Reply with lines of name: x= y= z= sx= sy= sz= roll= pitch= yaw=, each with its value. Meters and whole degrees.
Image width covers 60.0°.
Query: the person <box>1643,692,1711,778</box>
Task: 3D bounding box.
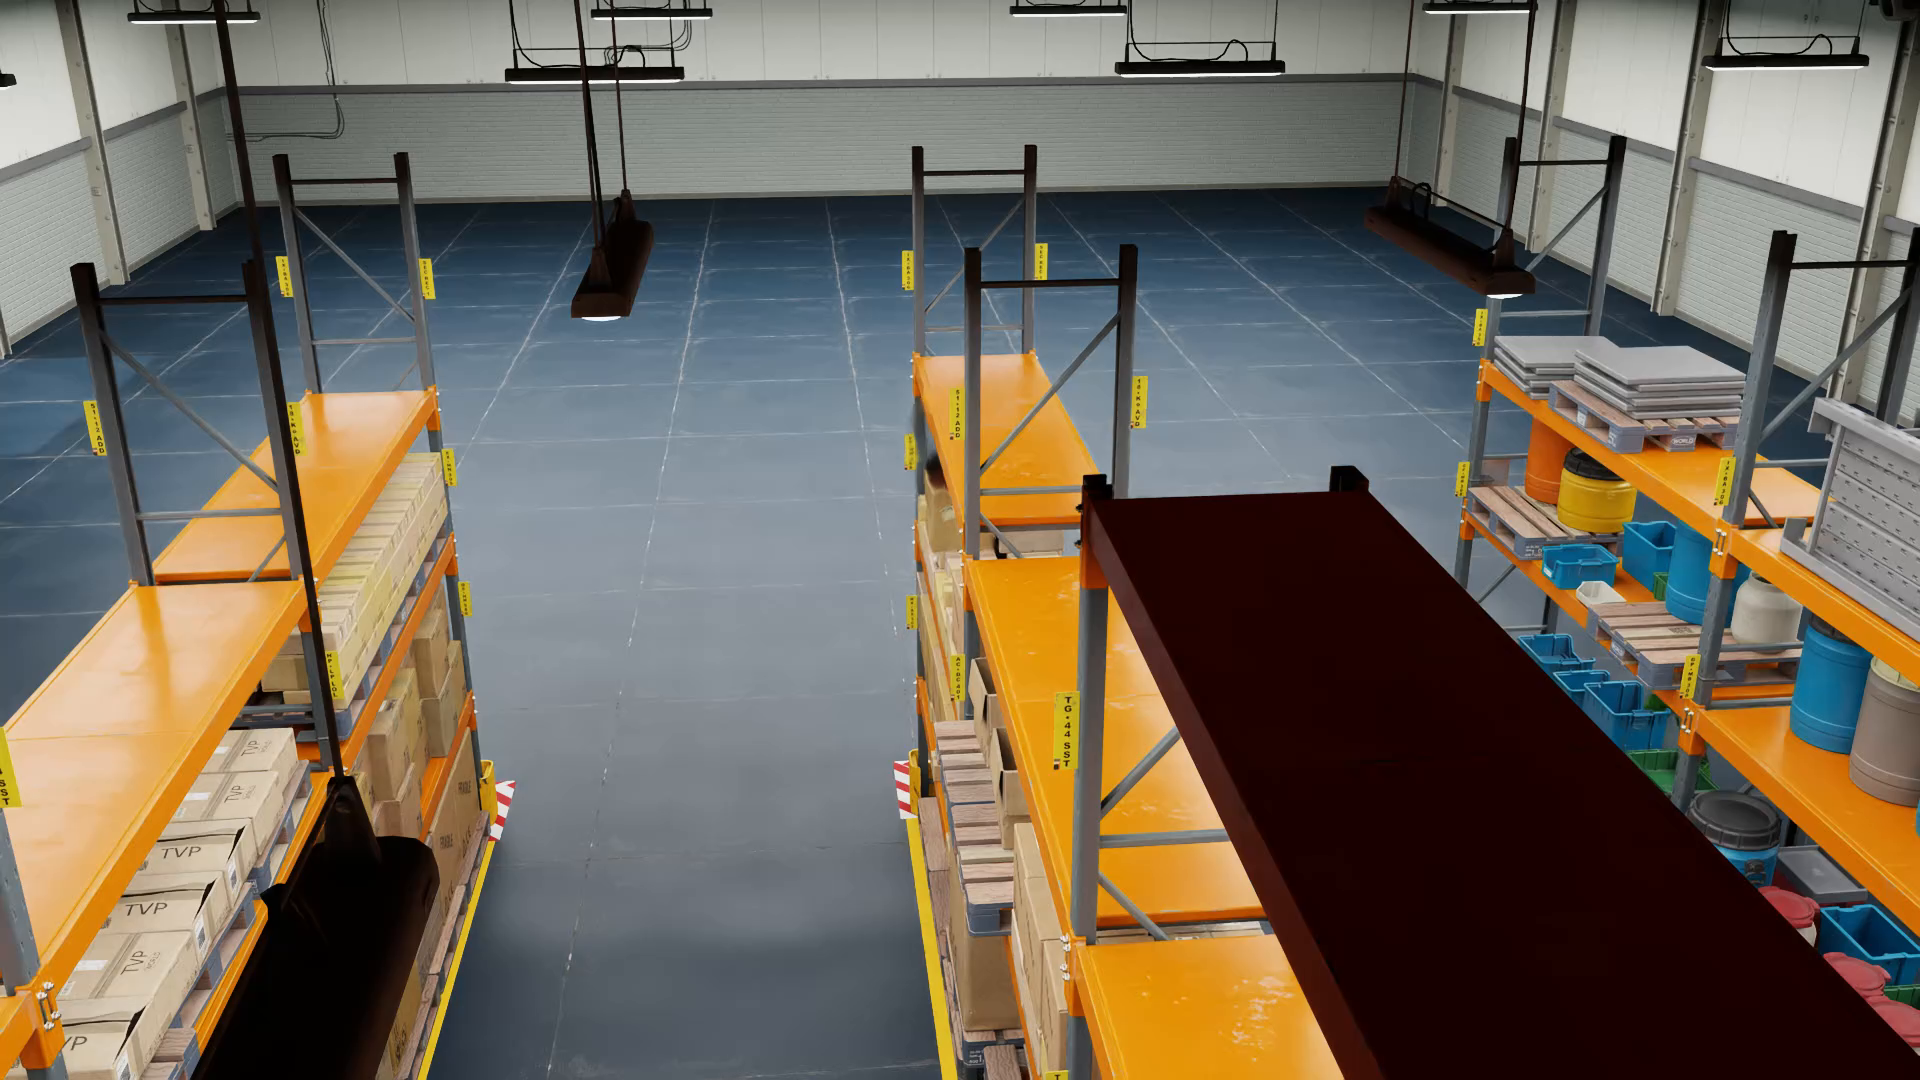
person: x=6.754 y=1.387 z=15.751 sx=0.487 sy=1.742 sz=1.020 roll=-12 pitch=25 yaw=-28
